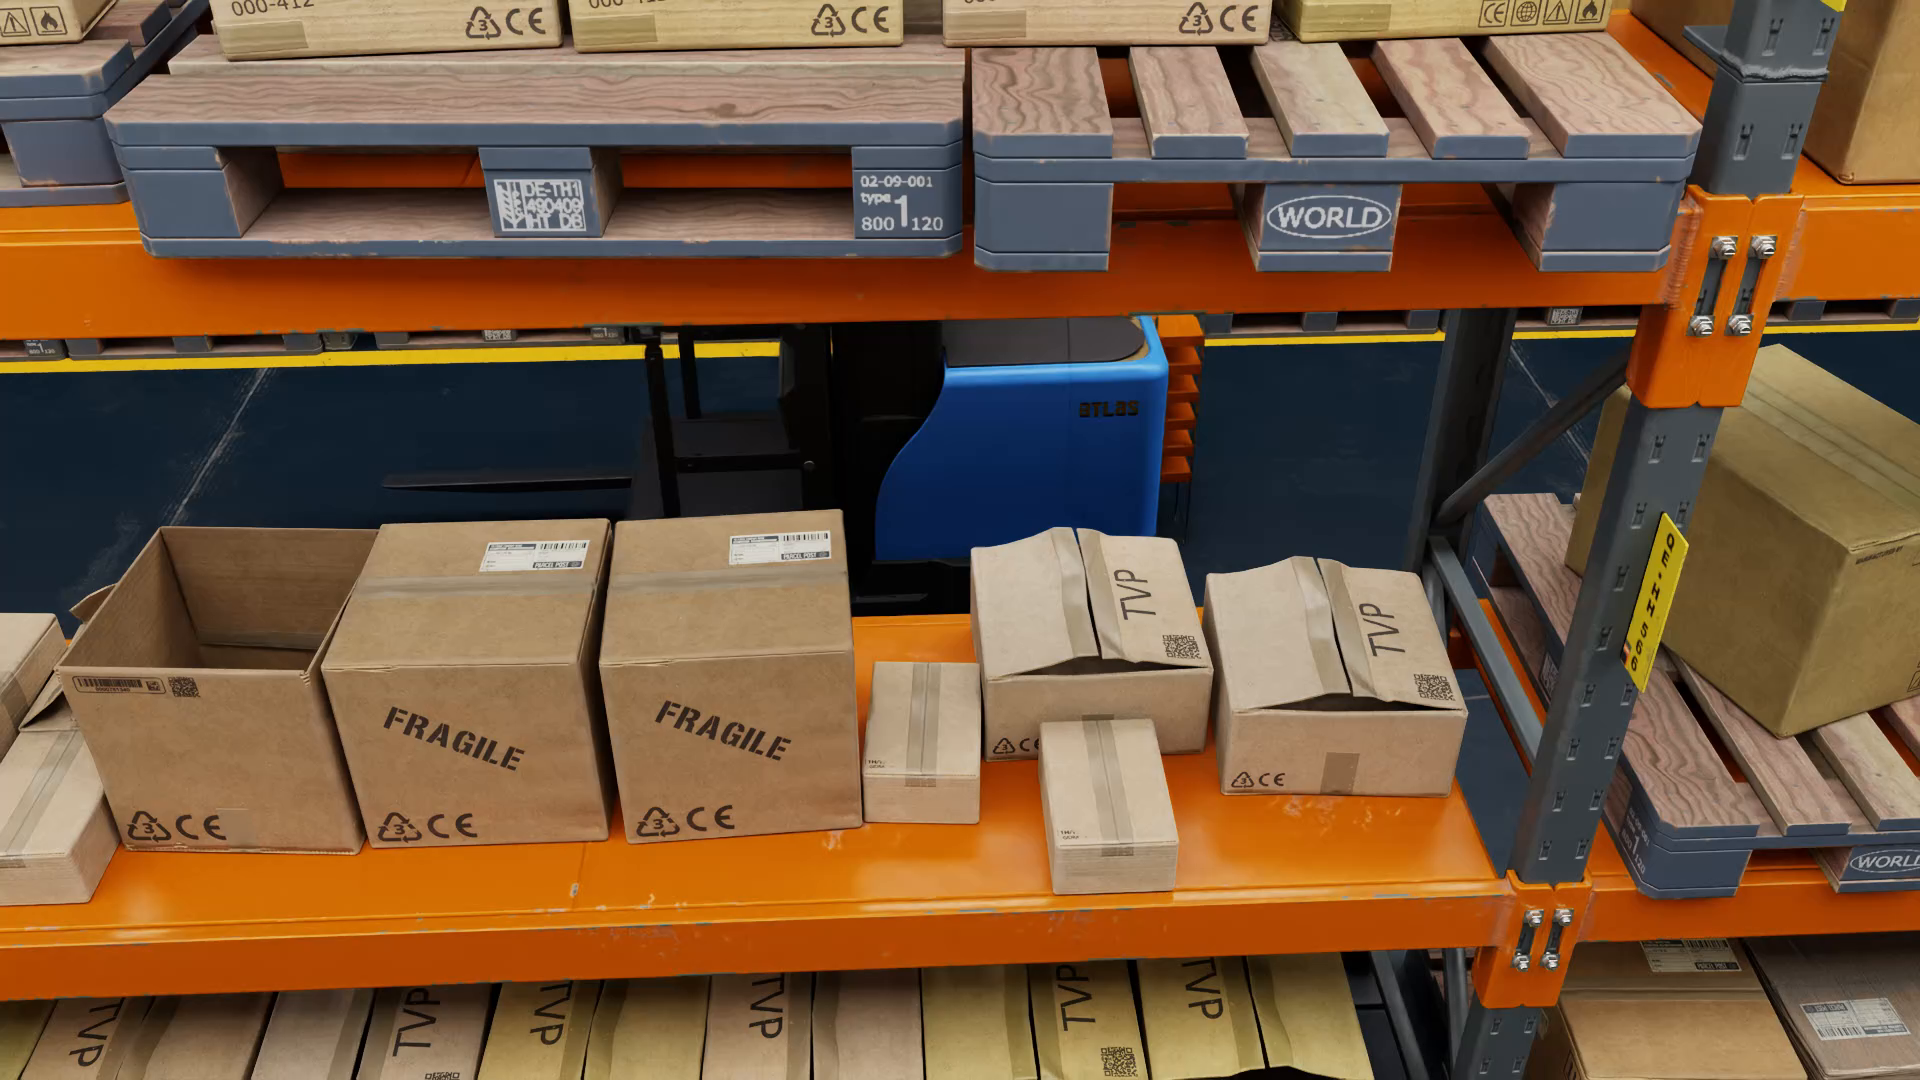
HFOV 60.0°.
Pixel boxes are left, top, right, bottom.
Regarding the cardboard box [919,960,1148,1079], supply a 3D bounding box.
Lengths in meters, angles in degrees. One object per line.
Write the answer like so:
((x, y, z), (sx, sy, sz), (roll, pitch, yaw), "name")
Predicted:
((0.162, 1.174, 3.972), (0.500, 0.311, 0.500), (-2, 35, -3), "cardboard box")

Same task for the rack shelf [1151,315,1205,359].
((0.809, -0.786, 6.277), (0.180, 0.103, 0.258), (-2, 35, -3), "rack shelf")

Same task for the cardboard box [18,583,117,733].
((-1.933, 0.310, 3.784), (0.258, 0.266, 0.396), (-2, 35, -3), "cardboard box")

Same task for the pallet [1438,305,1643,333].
((2.961, -1.404, 8.593), (1.213, 0.211, 1.003), (-2, 35, -2), "pallet")

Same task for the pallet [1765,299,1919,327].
((4.183, -1.438, 8.643), (1.213, 0.211, 1.003), (-2, 35, -2), "pallet")

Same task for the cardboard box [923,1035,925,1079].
((0.164, 1.402, 4.136), (0.500, 0.250, 0.500), (-2, 35, -3), "cardboard box")

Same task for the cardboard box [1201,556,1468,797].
((0.827, 0.297, 3.764), (0.500, 0.311, 0.500), (1, 35, 1), "cardboard box")

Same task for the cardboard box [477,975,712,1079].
((-0.843, 1.198, 3.937), (0.500, 0.311, 0.500), (-1, 35, -1), "cardboard box")

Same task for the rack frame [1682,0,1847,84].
((1.193, -2.192, 2.010), (0.127, 3.000, 1.000), (-2, 35, -2), "rack frame")

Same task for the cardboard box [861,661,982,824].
((-0.079, 0.445, 3.692), (0.250, 0.149, 0.380), (1, 35, 1), "cardboard box")

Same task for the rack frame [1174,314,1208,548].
((0.900, -0.530, 6.462), (0.006, 1.200, 0.240), (-2, 35, -3), "rack frame")

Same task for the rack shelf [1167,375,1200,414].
((0.809, -0.589, 6.413), (0.180, 0.103, 0.258), (-2, 35, -3), "rack shelf")

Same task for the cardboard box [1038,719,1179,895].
((0.307, 0.560, 3.526), (0.250, 0.149, 0.380), (-2, 35, -2), "cardboard box")

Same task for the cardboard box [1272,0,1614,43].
((0.742, -1.025, 2.723), (0.500, 0.250, 0.500), (-4, 35, -6), "cardboard box")

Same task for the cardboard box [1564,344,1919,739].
((1.816, -0.020, 3.686), (0.500, 0.500, 0.700), (-13, 37, -18), "cardboard box")

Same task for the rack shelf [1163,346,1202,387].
((0.809, -0.687, 6.345), (0.180, 0.103, 0.258), (-2, 35, -3), "rack shelf")

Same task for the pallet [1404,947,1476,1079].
((1.940, 1.423, 4.508), (1.213, 0.211, 1.003), (-2, 35, -2), "pallet")

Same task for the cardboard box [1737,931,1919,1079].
((2.183, 1.255, 4.111), (0.500, 0.500, 0.500), (-3, 35, -4), "cardboard box")

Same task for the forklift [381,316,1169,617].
((-0.796, -1.145, 5.829), (3.031, 2.935, 1.130), (-2, 35, -3), "forklift")

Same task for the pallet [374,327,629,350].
((-2.264, -1.308, 8.455), (1.213, 0.211, 1.003), (-2, 35, -2), "pallet")

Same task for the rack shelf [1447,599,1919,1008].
((3.190, 0.517, 3.999), (4.000, 0.370, 1.077), (-2, 35, -2), "rack shelf")

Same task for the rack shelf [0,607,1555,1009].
((-0.805, 0.625, 3.844), (4.000, 0.370, 1.077), (-2, 35, -2), "rack shelf")

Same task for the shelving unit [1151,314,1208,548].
((0.809, -0.526, 6.456), (0.189, 1.200, 0.258), (-2, 35, -3), "shelving unit")

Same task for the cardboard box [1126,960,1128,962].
((0.655, 0.849, 4.441), (0.500, 0.311, 0.500), (0, 35, -1), "cardboard box")

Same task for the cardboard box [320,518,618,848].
((-1.009, 0.302, 3.589), (0.500, 0.500, 0.500), (-1, 35, -2), "cardboard box")

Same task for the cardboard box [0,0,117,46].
((-1.639, -0.989, 2.670), (0.500, 0.250, 0.500), (-5, 35, -7), "cardboard box")

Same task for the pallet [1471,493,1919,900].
((1.866, 0.296, 3.856), (1.003, 0.211, 1.213), (-2, 35, -2), "pallet")

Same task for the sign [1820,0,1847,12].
((1.211, -0.888, 2.237), (0.005, 0.325, 0.100), (-2, 35, -2), "sign")

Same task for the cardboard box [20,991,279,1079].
((-1.878, 1.230, 3.891), (0.500, 0.311, 0.500), (-2, 35, -3), "cardboard box")

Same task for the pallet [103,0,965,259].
((-0.598, -0.780, 2.771), (1.213, 0.211, 1.003), (0, 35, 0), "pallet")

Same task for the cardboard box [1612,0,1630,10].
((2.991, -2.620, 7.533), (0.500, 0.500, 0.500), (-1, 35, -1), "cardboard box")

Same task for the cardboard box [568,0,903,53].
((-0.353, -0.992, 2.674), (0.500, 0.250, 0.500), (-2, 35, -3), "cardboard box")
